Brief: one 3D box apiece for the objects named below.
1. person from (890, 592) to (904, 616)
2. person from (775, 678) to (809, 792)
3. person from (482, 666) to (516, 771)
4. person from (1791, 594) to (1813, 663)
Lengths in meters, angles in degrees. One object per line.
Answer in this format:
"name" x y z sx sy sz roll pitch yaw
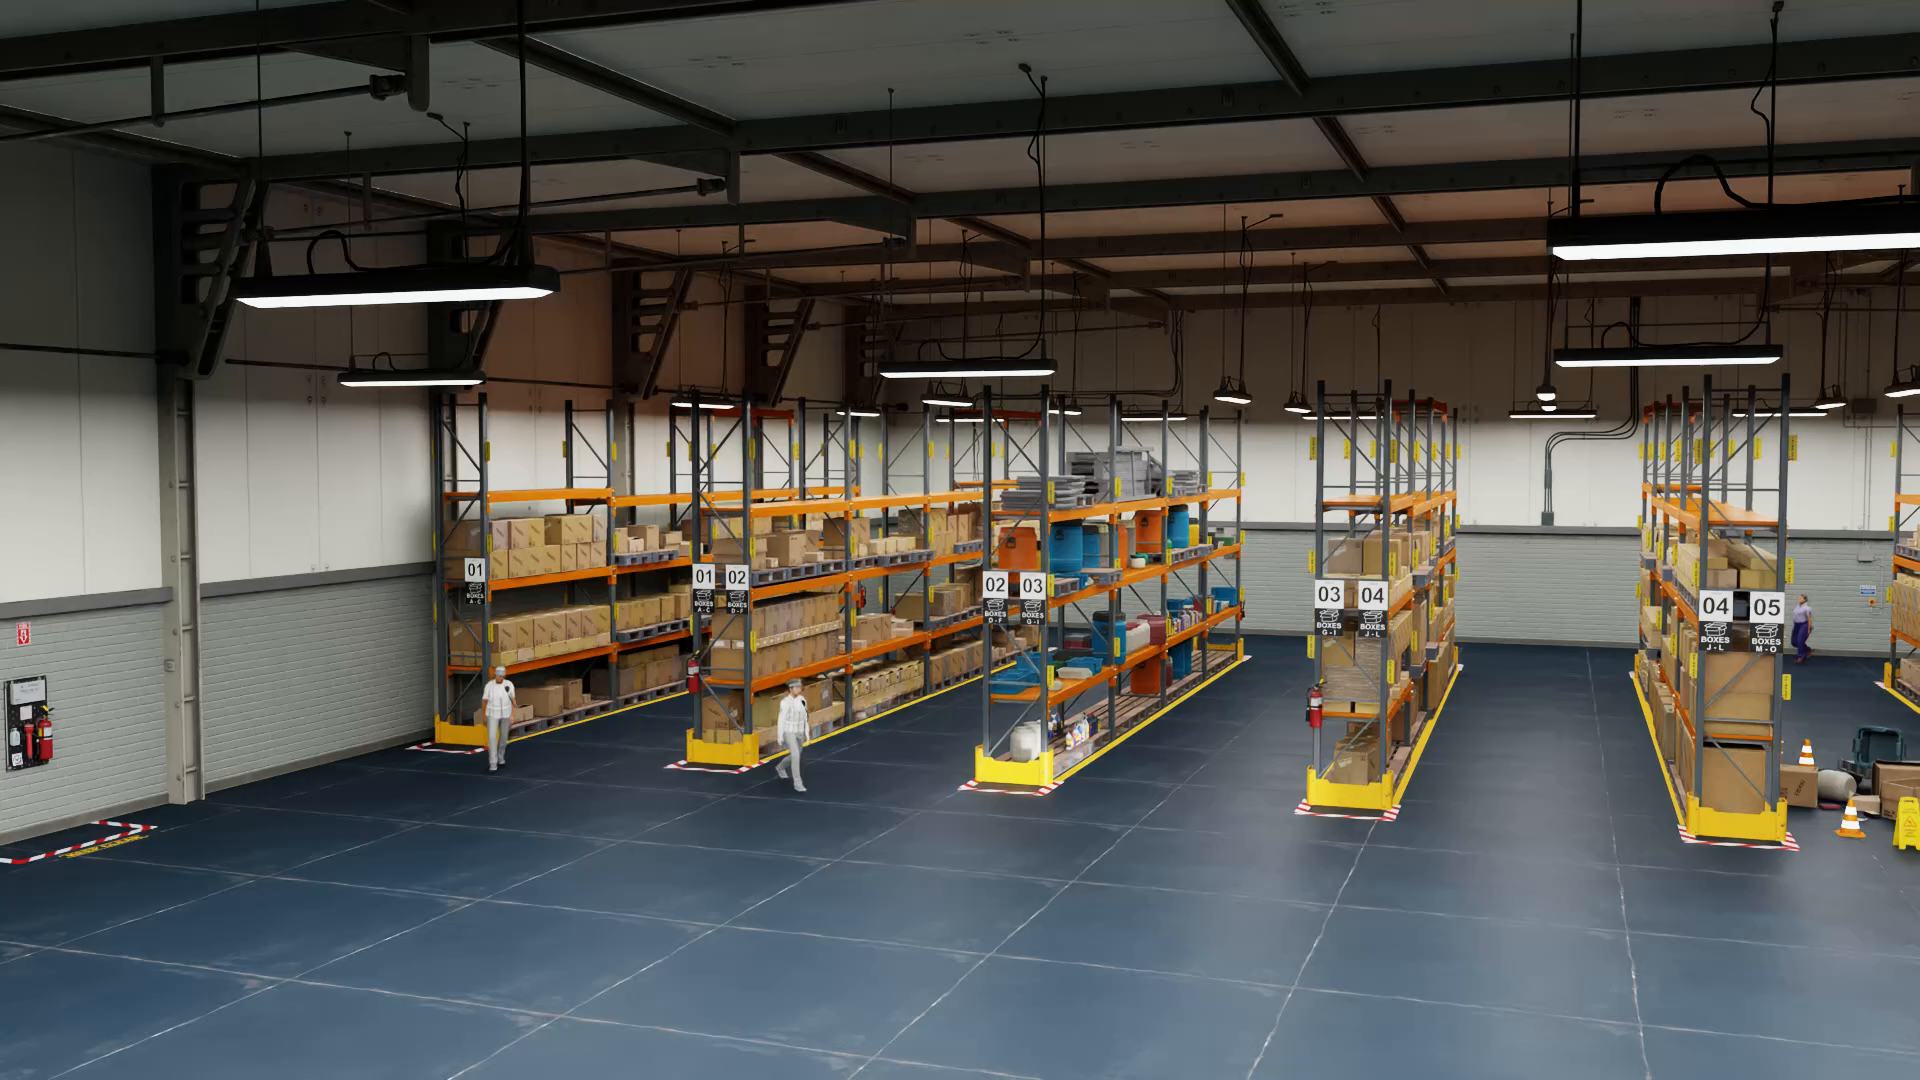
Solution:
"person" -1.285 2.009 39.070 0.649 1.599 0.746 2 3 29
"person" -2.501 2.861 24.821 0.972 1.625 0.495 3 4 43
"person" -7.255 2.780 26.163 0.529 1.608 0.988 -2 3 -29
"person" 19.936 2.080 39.265 0.671 1.626 0.492 -1 3 -14
